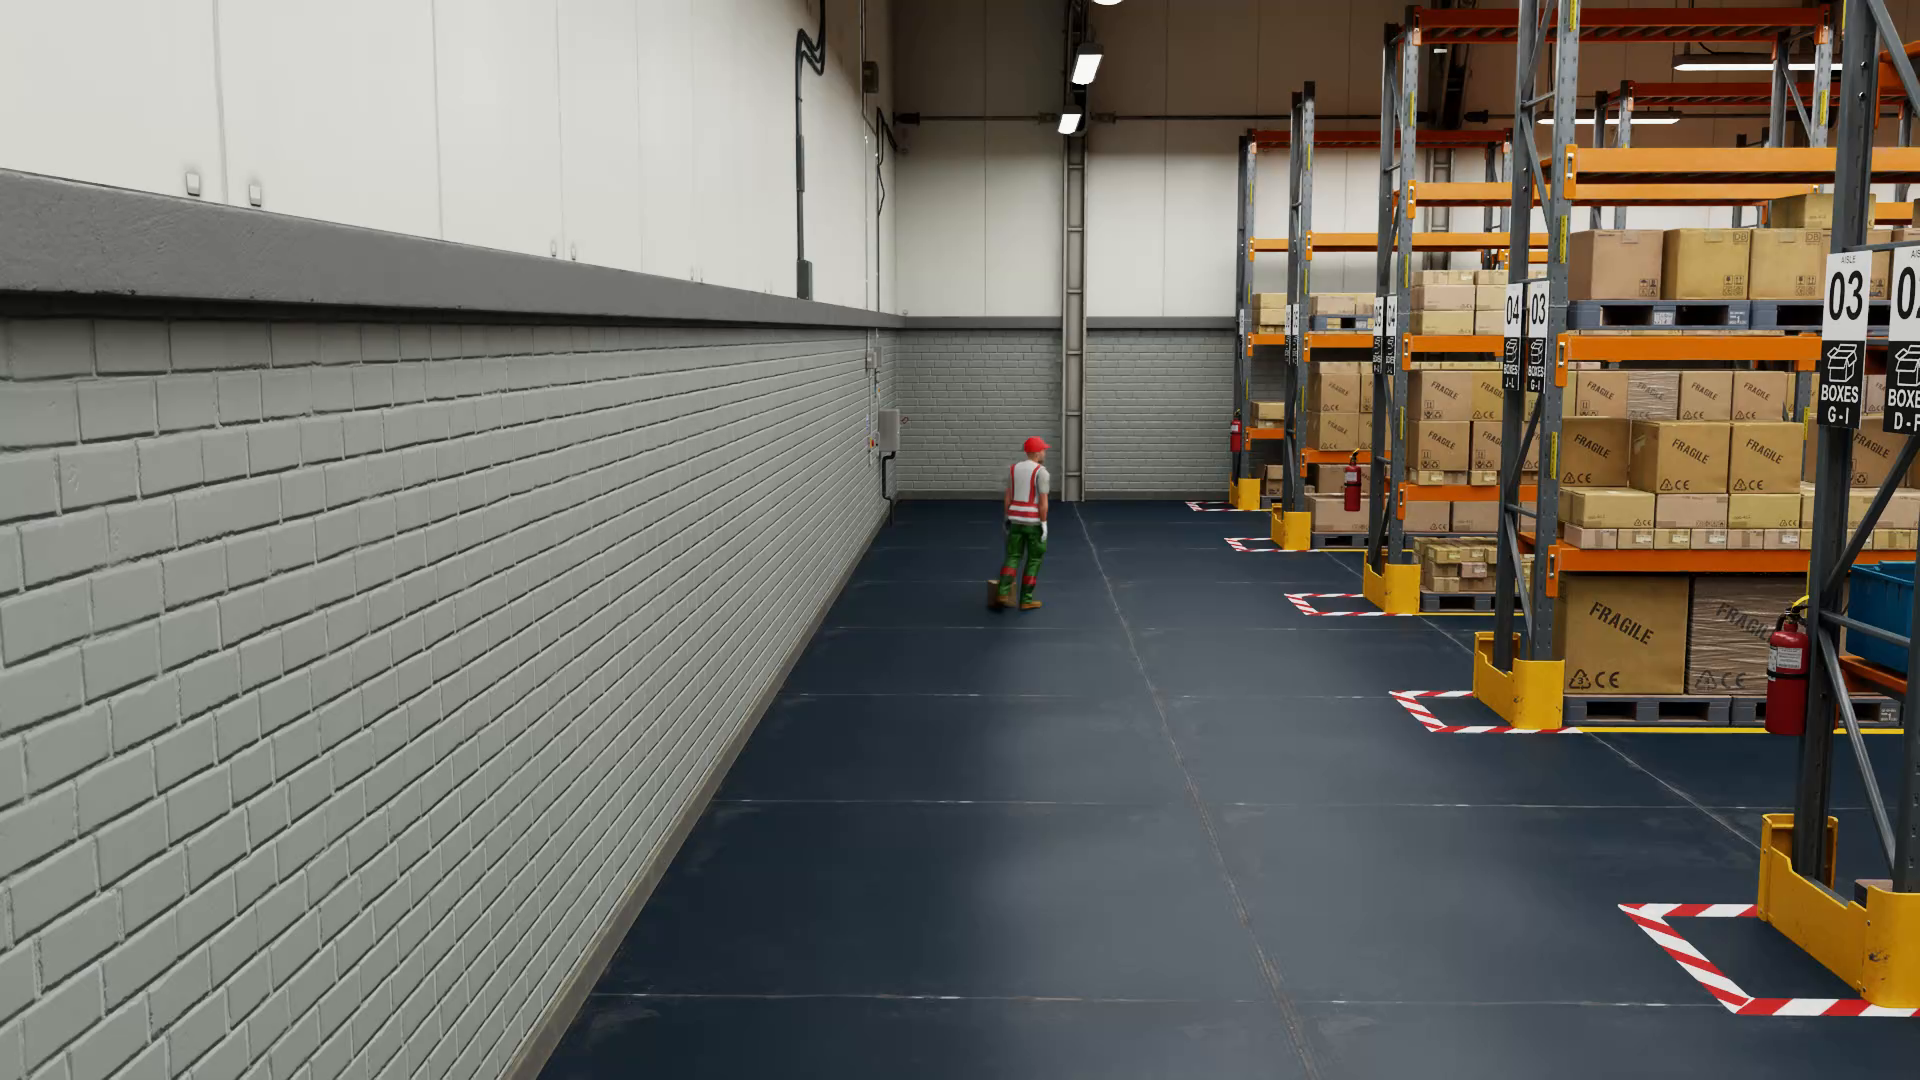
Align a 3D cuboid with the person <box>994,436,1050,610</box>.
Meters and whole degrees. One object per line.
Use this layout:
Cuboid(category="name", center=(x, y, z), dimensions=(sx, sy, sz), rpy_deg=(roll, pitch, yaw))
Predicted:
Cuboid(category="person", center=(0.643, -0.168, 17.027), dimensions=(0.579, 1.778, 0.578), rpy_deg=(6, 9, 38))
